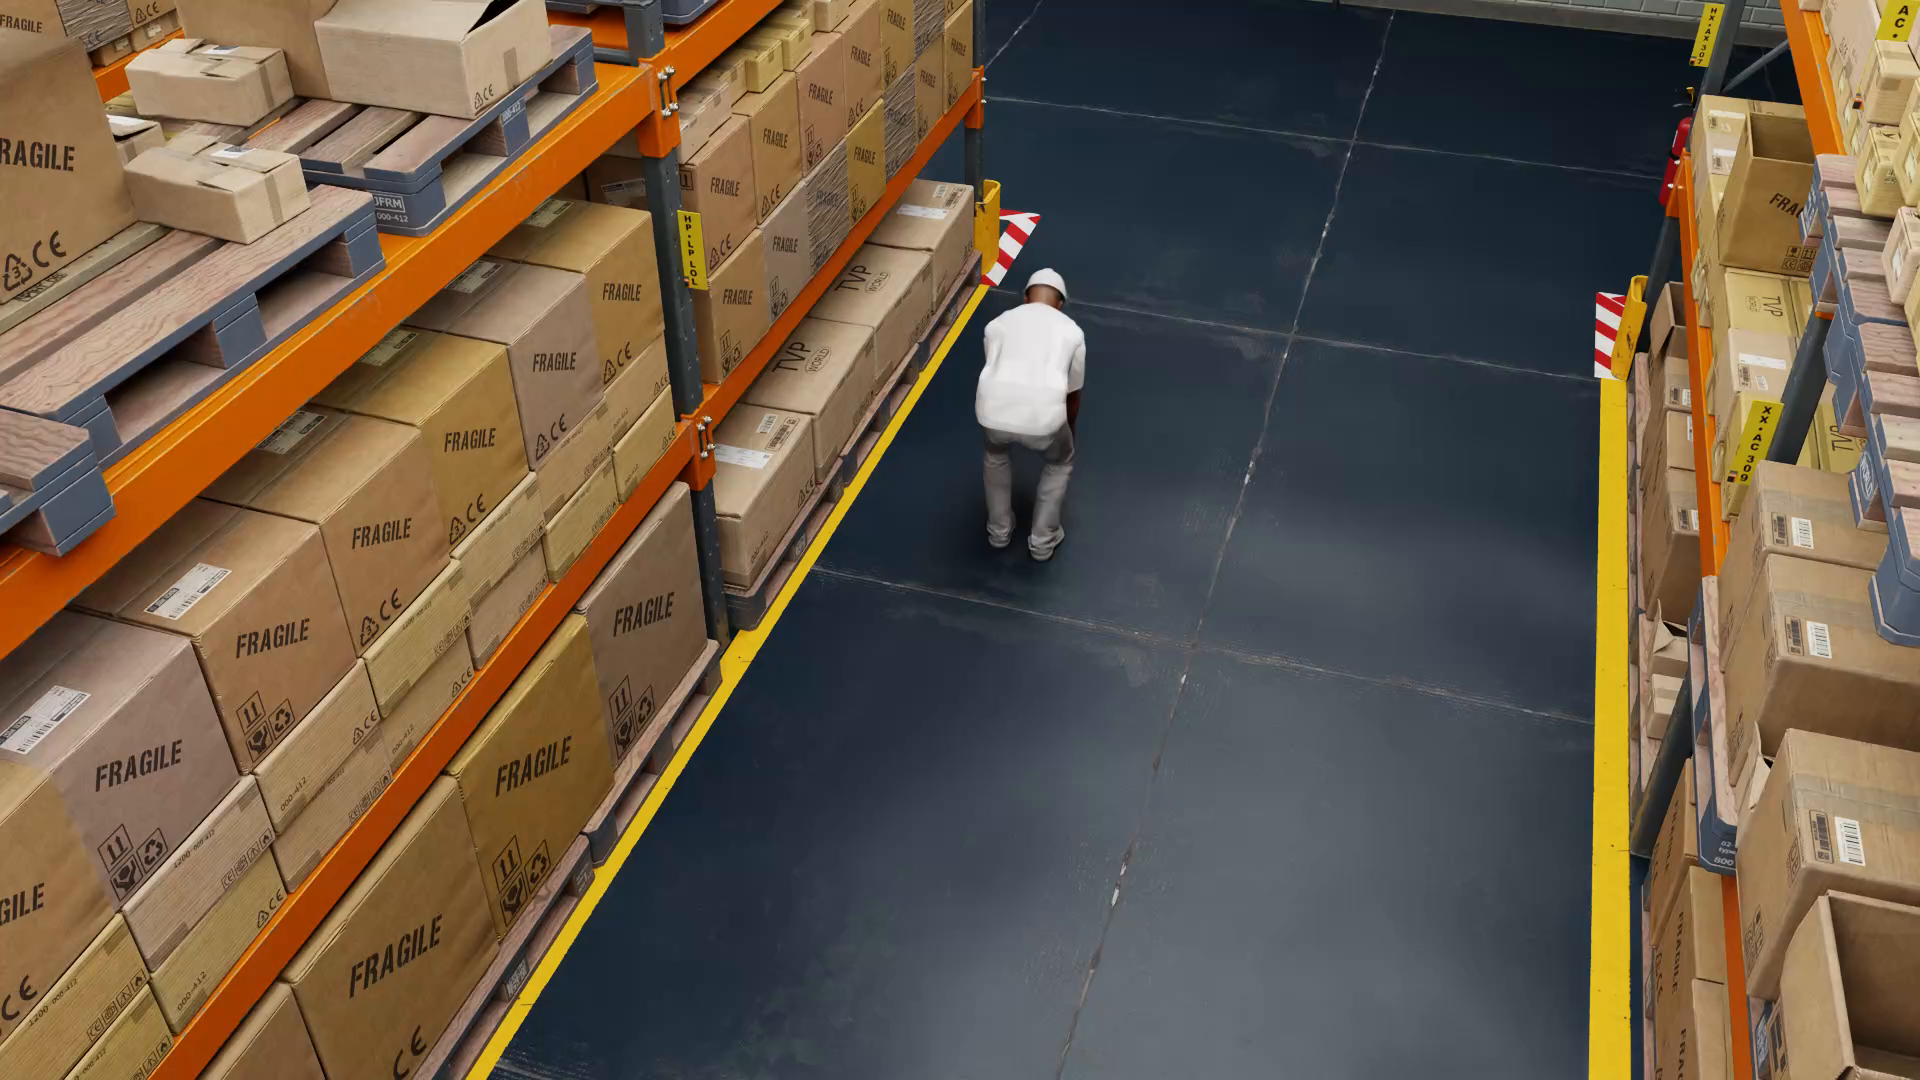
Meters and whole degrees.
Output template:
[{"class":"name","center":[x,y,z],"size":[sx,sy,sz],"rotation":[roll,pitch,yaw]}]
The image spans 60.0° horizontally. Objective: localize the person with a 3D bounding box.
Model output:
[{"class":"person","center":[0.338,-0.603,8.119],"size":[0.500,1.232,0.945],"rotation":[8,38,11]}]
